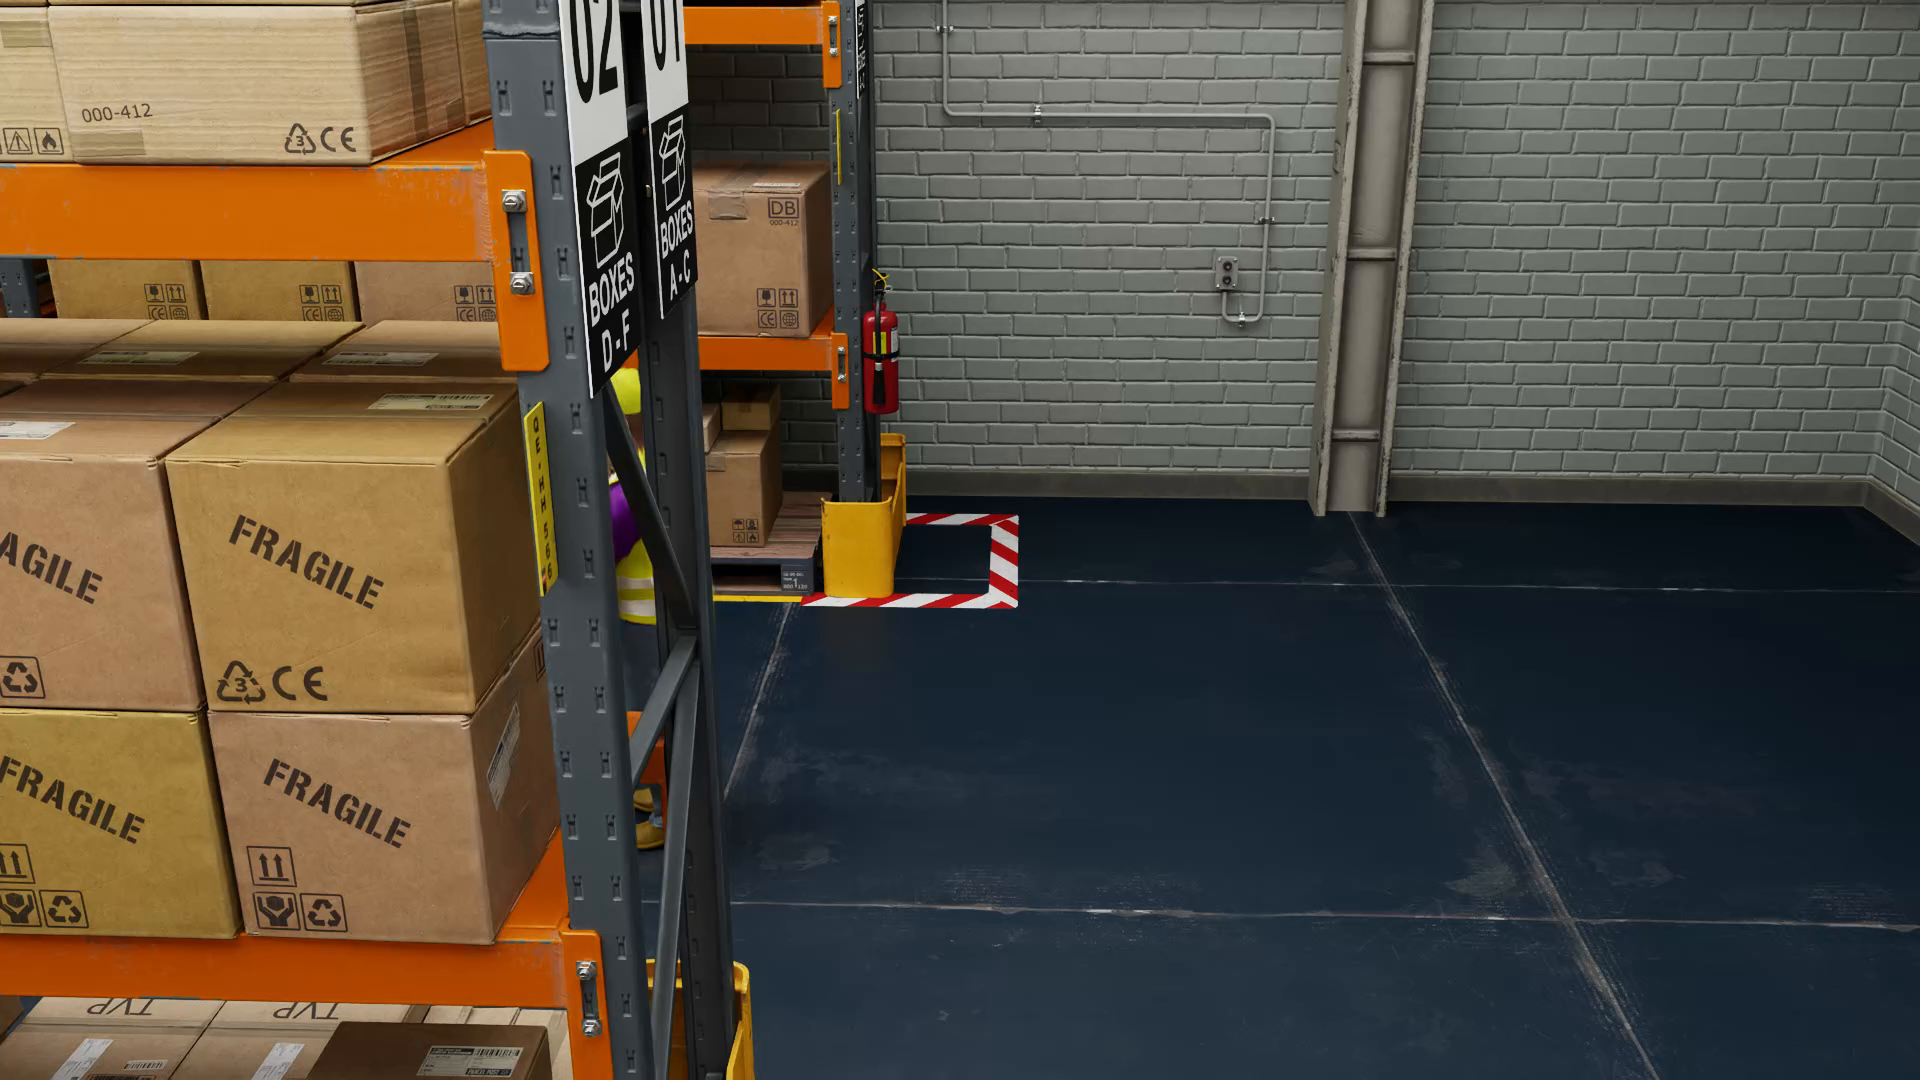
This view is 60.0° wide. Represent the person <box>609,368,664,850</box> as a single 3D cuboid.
[{"bbox_3d":[-1.181,0.245,5.904,0.581,1.758,0.504,0,21,1],"label":"person"}]
